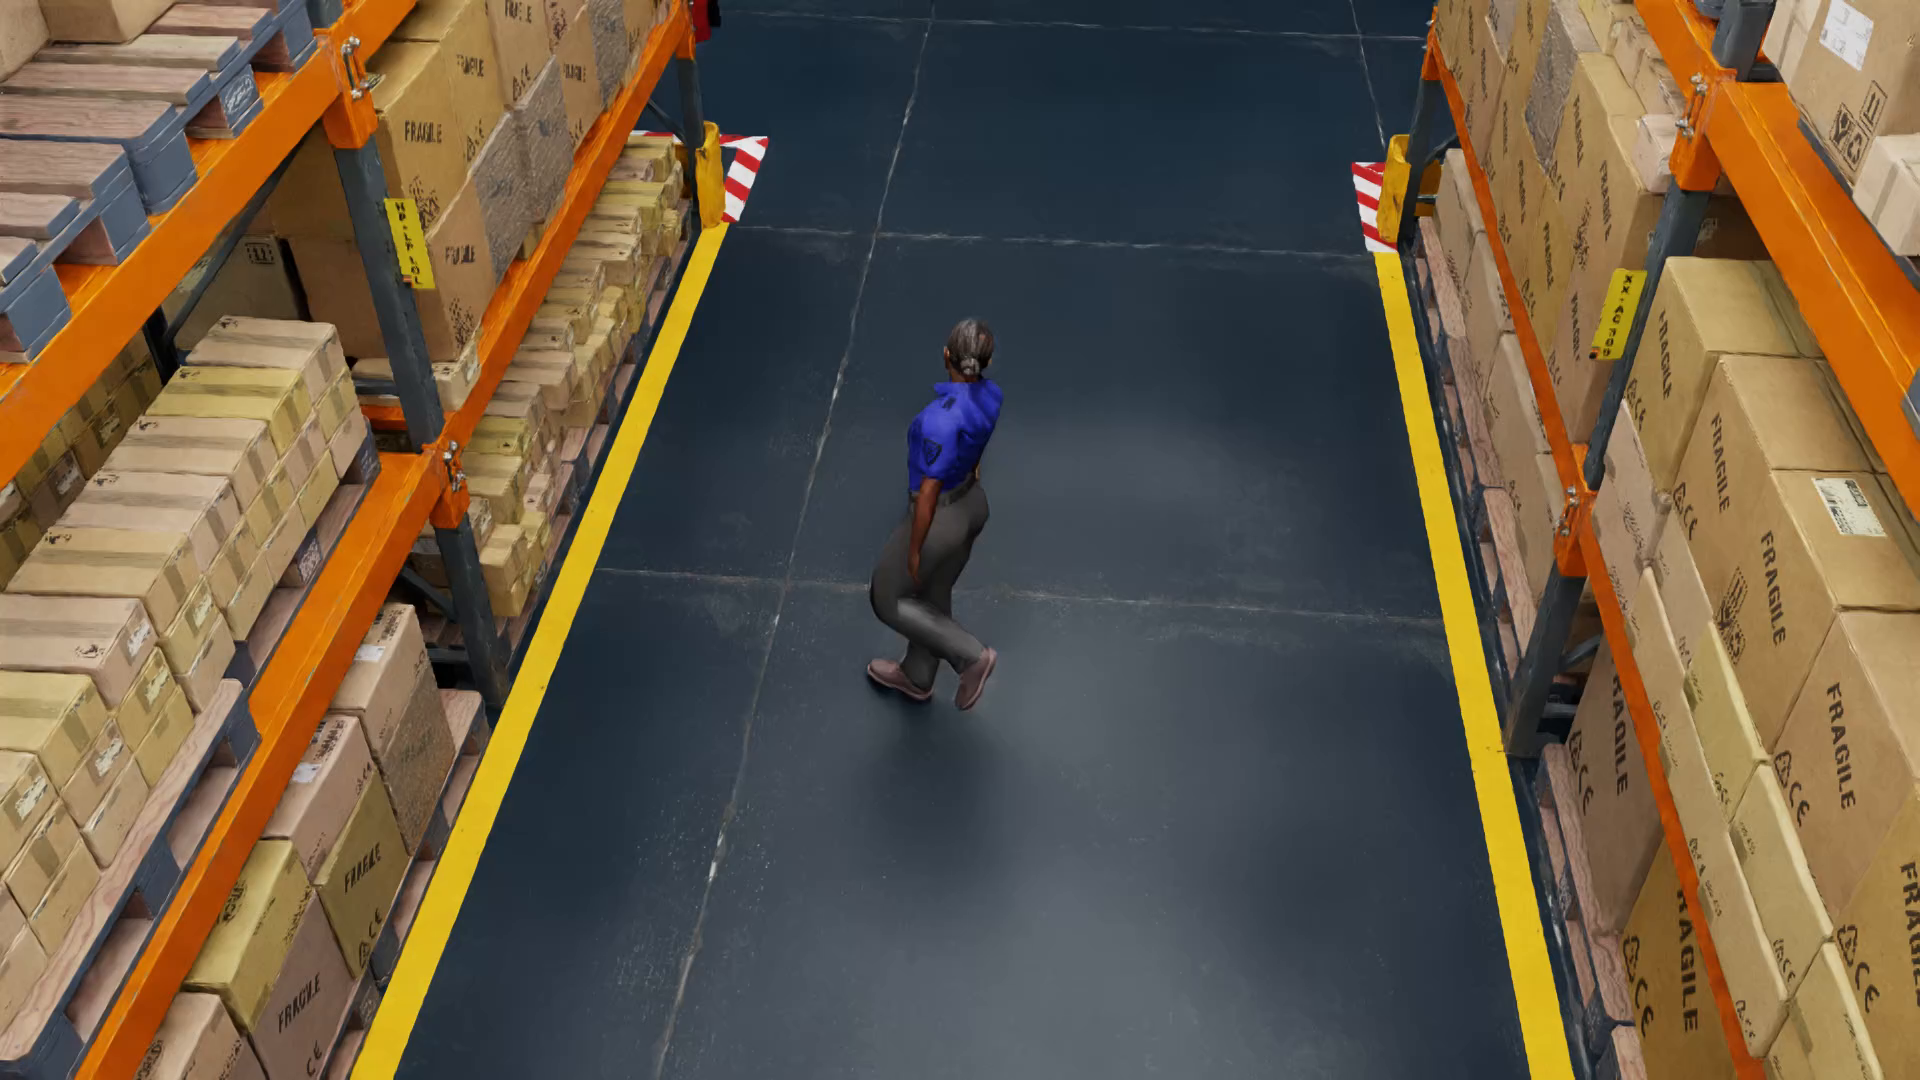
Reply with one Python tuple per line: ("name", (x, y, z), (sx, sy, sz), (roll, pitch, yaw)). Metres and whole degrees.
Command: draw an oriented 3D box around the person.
("person", (-0.058, -0.073, 6.258), (0.579, 1.611, 0.571), (16, 43, 18))
